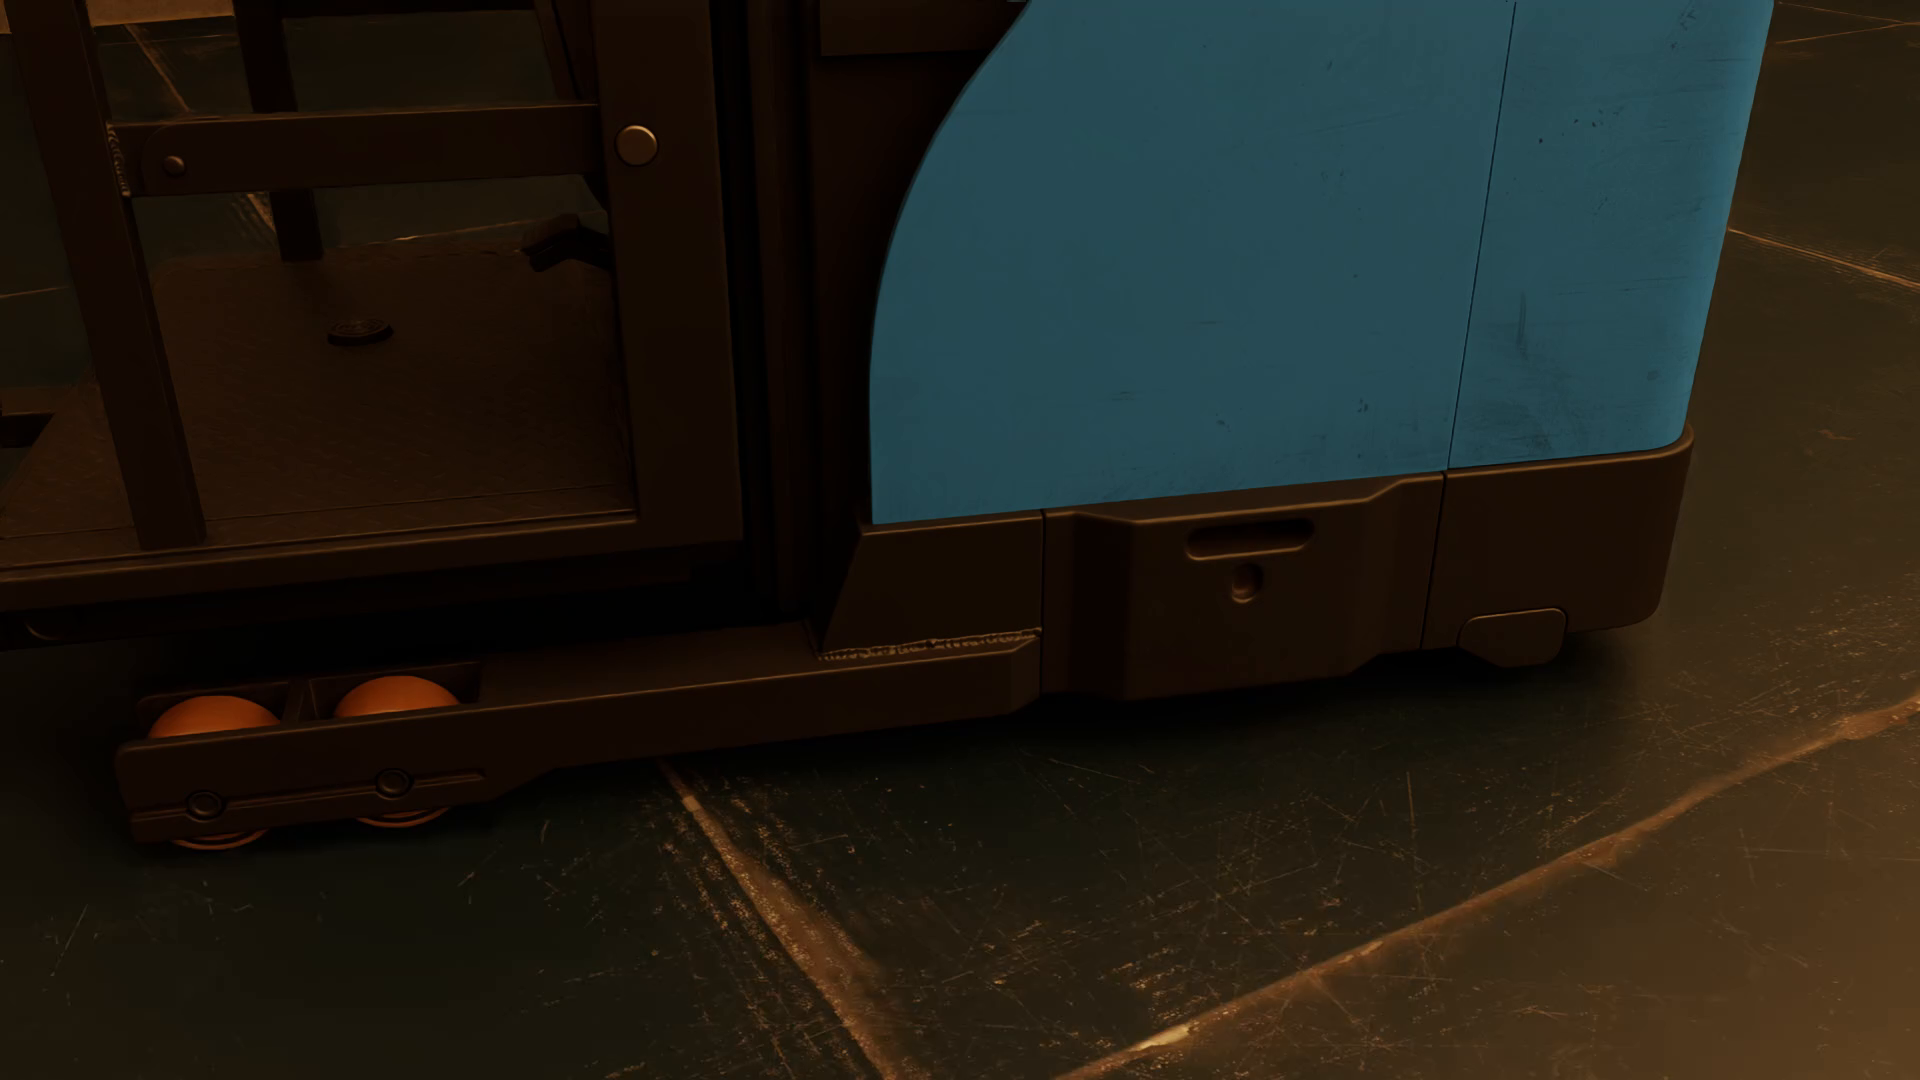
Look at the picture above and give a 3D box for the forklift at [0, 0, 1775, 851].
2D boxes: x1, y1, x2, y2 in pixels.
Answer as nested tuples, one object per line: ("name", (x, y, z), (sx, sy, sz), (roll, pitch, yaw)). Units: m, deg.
("forklift", (-0.649, -1.228, 1.681), (3.031, 2.935, 1.130), (-6, 27, -11))
